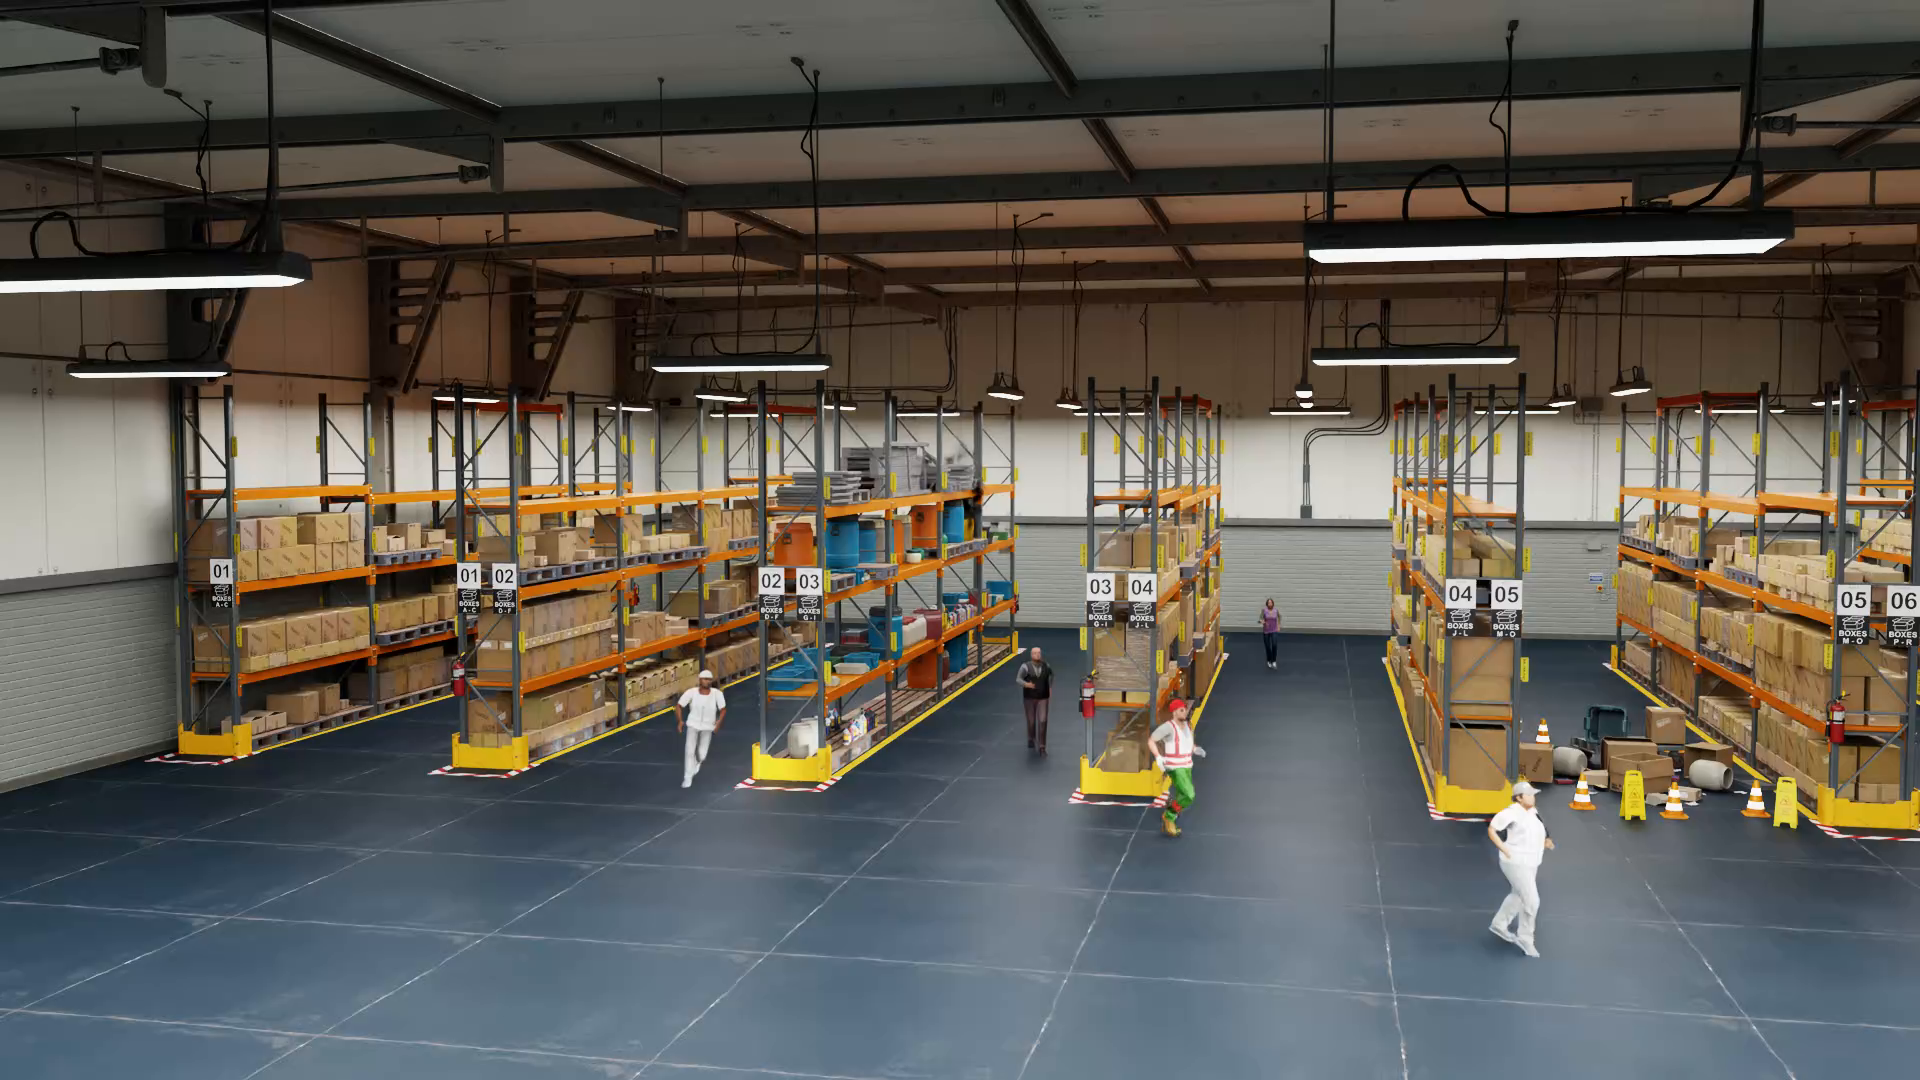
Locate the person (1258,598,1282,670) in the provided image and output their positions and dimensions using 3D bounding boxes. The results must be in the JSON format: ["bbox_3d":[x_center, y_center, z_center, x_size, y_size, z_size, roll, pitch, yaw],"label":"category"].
[{"bbox_3d":[6.987,2.111,37.496,0.526,1.610,0.677,1,3,10],"label":"person"}]

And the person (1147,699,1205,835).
[{"bbox_3d":[2.829,2.915,21.274,0.650,1.743,0.646,3,4,44],"label":"person"}]

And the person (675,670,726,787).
[{"bbox_3d":[-3.854,2.782,24.738,0.745,1.697,0.585,-1,3,-10],"label":"person"}]

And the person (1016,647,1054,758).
[{"bbox_3d":[1.224,2.628,27.116,0.643,1.771,0.813,0,3,-2],"label":"person"}]

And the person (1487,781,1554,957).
[{"bbox_3d":[5.581,3.266,16.562,0.590,1.738,0.665,-3,4,-44],"label":"person"}]
